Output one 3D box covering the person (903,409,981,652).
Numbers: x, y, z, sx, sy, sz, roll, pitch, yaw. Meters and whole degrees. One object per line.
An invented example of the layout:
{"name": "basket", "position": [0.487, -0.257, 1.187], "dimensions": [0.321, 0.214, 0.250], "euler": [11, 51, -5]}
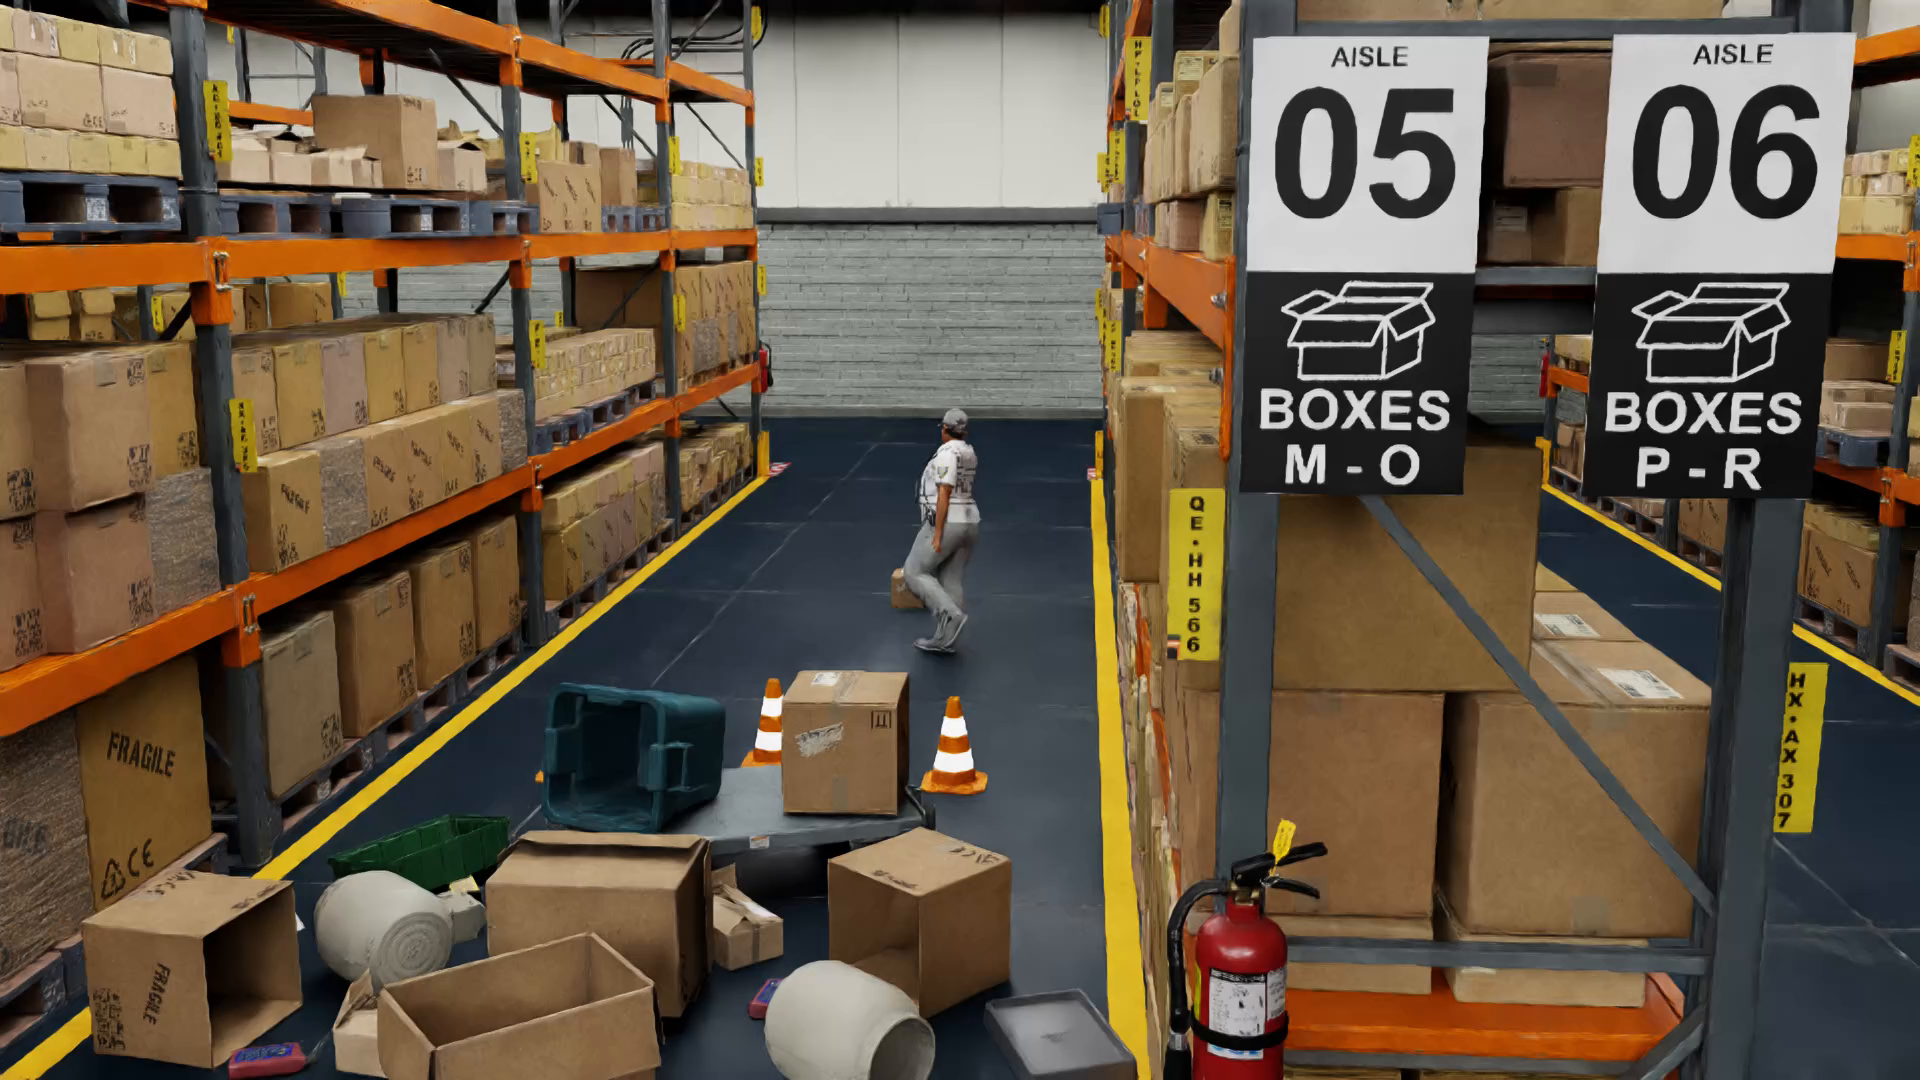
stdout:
{"name": "person", "position": [-0.094, -0.061, 11.267], "dimensions": [0.489, 1.622, 0.665], "euler": [4, 12, 22]}
